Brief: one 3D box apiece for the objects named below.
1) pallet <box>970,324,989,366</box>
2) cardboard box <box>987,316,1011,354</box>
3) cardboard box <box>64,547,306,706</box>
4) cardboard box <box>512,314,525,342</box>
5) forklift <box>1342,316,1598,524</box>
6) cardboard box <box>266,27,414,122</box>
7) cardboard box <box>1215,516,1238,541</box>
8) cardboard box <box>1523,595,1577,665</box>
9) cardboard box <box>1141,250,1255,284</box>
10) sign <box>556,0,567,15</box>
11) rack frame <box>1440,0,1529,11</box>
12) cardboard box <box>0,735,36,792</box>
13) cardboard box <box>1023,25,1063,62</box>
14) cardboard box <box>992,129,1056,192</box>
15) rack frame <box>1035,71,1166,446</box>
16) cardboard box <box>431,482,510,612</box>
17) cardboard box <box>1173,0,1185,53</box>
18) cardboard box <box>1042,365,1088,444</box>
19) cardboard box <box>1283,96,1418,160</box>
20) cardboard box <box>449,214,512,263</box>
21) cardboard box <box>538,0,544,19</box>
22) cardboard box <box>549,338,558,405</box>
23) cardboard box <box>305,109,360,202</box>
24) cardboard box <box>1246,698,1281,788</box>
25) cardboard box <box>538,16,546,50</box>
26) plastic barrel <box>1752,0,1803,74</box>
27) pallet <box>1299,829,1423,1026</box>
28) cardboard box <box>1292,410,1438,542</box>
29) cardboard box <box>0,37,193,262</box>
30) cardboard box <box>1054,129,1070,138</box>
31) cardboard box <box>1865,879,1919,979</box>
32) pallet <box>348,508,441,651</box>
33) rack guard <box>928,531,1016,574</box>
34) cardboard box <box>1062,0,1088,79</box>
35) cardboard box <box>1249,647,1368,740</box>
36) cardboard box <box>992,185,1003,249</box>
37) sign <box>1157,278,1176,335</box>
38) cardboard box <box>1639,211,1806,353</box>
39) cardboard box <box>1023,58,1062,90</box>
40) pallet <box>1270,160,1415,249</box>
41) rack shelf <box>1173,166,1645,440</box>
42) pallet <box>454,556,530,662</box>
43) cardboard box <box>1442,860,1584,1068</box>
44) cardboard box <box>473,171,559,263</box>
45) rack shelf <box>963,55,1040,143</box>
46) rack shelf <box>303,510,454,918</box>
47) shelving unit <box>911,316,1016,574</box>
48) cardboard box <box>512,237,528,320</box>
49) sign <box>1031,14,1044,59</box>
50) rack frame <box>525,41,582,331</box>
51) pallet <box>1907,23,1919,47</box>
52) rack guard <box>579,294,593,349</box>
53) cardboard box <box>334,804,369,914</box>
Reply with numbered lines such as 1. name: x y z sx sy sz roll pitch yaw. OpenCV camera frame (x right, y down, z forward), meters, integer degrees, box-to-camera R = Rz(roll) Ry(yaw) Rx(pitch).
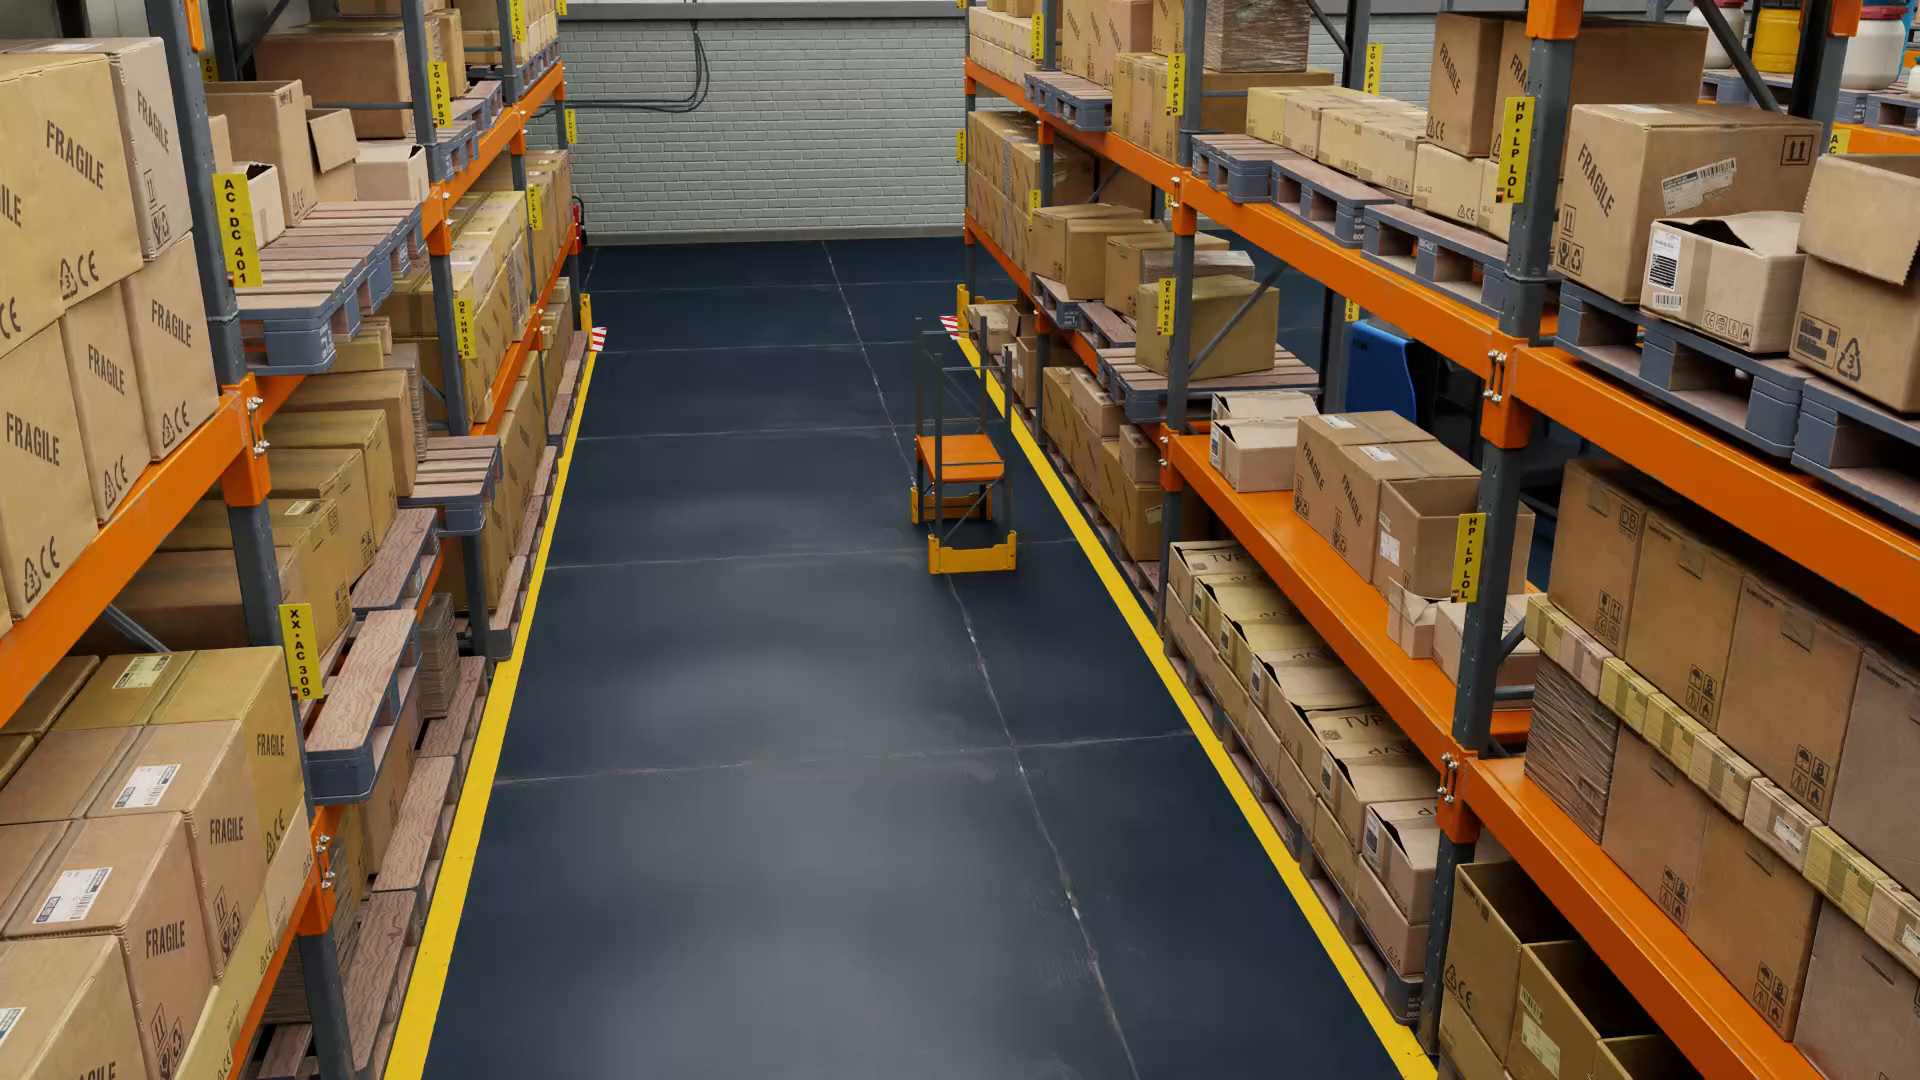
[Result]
1. pallet: 0.682 -2.008 16.791 1.003 0.211 1.213 -3 21 -8
2. cardboard box: 0.497 -1.986 16.047 0.500 0.250 0.500 -3 21 -8
3. cardboard box: -2.656 0.359 5.697 0.700 0.500 0.500 -3 21 -8
4. cardboard box: -3.292 -1.503 11.783 0.380 0.149 0.250 -3 21 -8
5. forklift: 4.101 -1.709 12.103 1.130 2.935 3.031 -7 22 -18
6. cardboard box: -3.448 -2.599 9.330 0.700 0.500 0.500 -4 21 -11
7. cardboard box: 1.926 -0.054 10.517 0.500 0.500 0.500 -2 21 -5
8. cardboard box: 2.132 0.290 5.582 0.380 0.149 0.250 -3 21 -8
9. cardboard box: 1.564 -1.629 11.047 0.700 0.500 0.500 1 20 2
10. sign: -3.807 -5.171 15.834 0.100 0.325 0.005 -3 21 -8
11. rack frame: 5.458 -6.675 16.728 1.000 3.000 0.127 -3 21 -8
12. cardboard box: -2.684 0.852 4.263 0.500 0.500 0.500 -3 21 -8
13. cardboard box: 0.793 -3.955 13.232 0.500 0.250 0.500 -3 21 -8
14. cardboard box: 0.583 -3.435 15.054 0.500 0.500 0.500 -3 21 -8
15. rack frame: 1.132 -2.232 13.404 1.000 3.000 0.127 -3 21 -8
16. cardboard box: -3.169 -0.046 10.026 0.750 0.750 0.750 -3 21 -8
17. cardboard box: 1.579 -3.095 9.857 0.500 0.500 0.500 -3 21 -8
18. cardboard box: 0.961 -1.087 13.283 0.500 0.500 0.500 -4 21 -10
19. cardboard box: 1.923 -2.043 8.227 0.500 0.250 0.500 -2 21 -6
20. cardboard box: -3.311 -2.024 11.181 0.500 0.250 0.500 -3 21 -7
21. cardboard box: -3.826 -4.701 14.129 0.500 0.500 0.500 -4 21 -10
22. cardboard box: -3.845 -1.444 14.269 0.700 0.500 0.500 -3 21 -8
23. cardboard box: -3.098 -1.605 7.263 0.797 0.503 0.637 0 20 0
24. cardboard box: 1.721 0.972 8.156 0.500 0.250 0.500 -2 21 -7
25. cardboard box: -3.822 -4.344 14.243 0.500 0.250 0.500 -4 21 -9
26. plastic barrel: 6.367 -3.864 12.619 0.600 0.588 0.600 0 20 0
27. pallet: 2.141 1.591 7.153 1.003 0.211 1.213 -3 21 -8
28. cardboard box: 1.967 -0.313 8.125 0.500 0.500 0.500 -4 21 -11
29. cardboard box: -2.276 -0.981 4.167 0.500 0.500 0.500 -5 21 -12
30. cardboard box: 1.119 -3.460 15.120 0.500 0.500 0.500 -2 21 -6
31. cardboard box: 2.393 0.913 3.915 0.380 0.149 0.250 -3 21 -8
32. pallet: -2.867 0.178 7.228 1.003 0.211 1.213 -3 21 -8
33. rack guard: 0.083 0.082 11.140 0.587 0.250 0.087 -3 21 -8
34. cardboard box: 1.132 -3.749 12.294 0.600 0.600 0.600 -5 21 -13
35. cardboard box: 1.724 0.714 8.045 0.500 0.311 0.500 -3 21 -8
36. cardboard box: 0.578 -2.971 15.241 0.500 0.500 0.500 -3 21 -7
37. sign: 1.173 -1.321 9.425 0.100 0.325 0.005 -3 21 -8
38. cardboard box: 2.175 -0.713 4.378 0.500 0.311 0.500 -4 21 -11
39. cardboard box: 0.799 -3.721 13.320 0.500 0.250 0.500 -3 21 -8
40. pallet: 2.059 -1.546 7.551 1.003 0.211 1.213 -2 21 -5
41. rack shelf: 1.997 -1.222 7.443 1.077 0.370 4.000 -3 21 -8
42. pallet: -3.232 0.434 10.252 1.003 0.211 1.213 -3 21 -8
43. cardboard box: 2.042 1.455 5.792 0.500 0.500 0.500 -3 21 -8
44. cardboard box: -4.046 -2.814 14.535 0.980 0.700 0.700 -4 21 -10
45. rack shelf: 0.844 -3.992 14.859 1.077 0.370 4.000 -3 21 -8
46. rack shelf: -2.904 0.434 7.295 1.077 0.370 4.000 -3 21 -8
47. shelving unit: 0.011 -0.676 11.383 0.587 1.500 1.083 -3 21 -8
48. cardboard box: -3.370 -1.853 11.793 0.500 0.500 0.500 -3 21 -7
49. sign: 0.596 -3.849 12.708 0.100 0.325 0.005 -3 21 -8
50. rack frame: -4.346 -3.365 16.440 1.000 3.000 0.127 -3 21 -8
51. pallet: 10.476 -5.222 17.251 1.003 0.211 1.213 -3 21 -8
52. rack guard: -4.349 -2.203 16.899 1.175 0.500 0.348 -3 21 -8
53. cardboard box: -2.863 1.324 6.828 0.700 0.500 0.500 -3 21 -9
